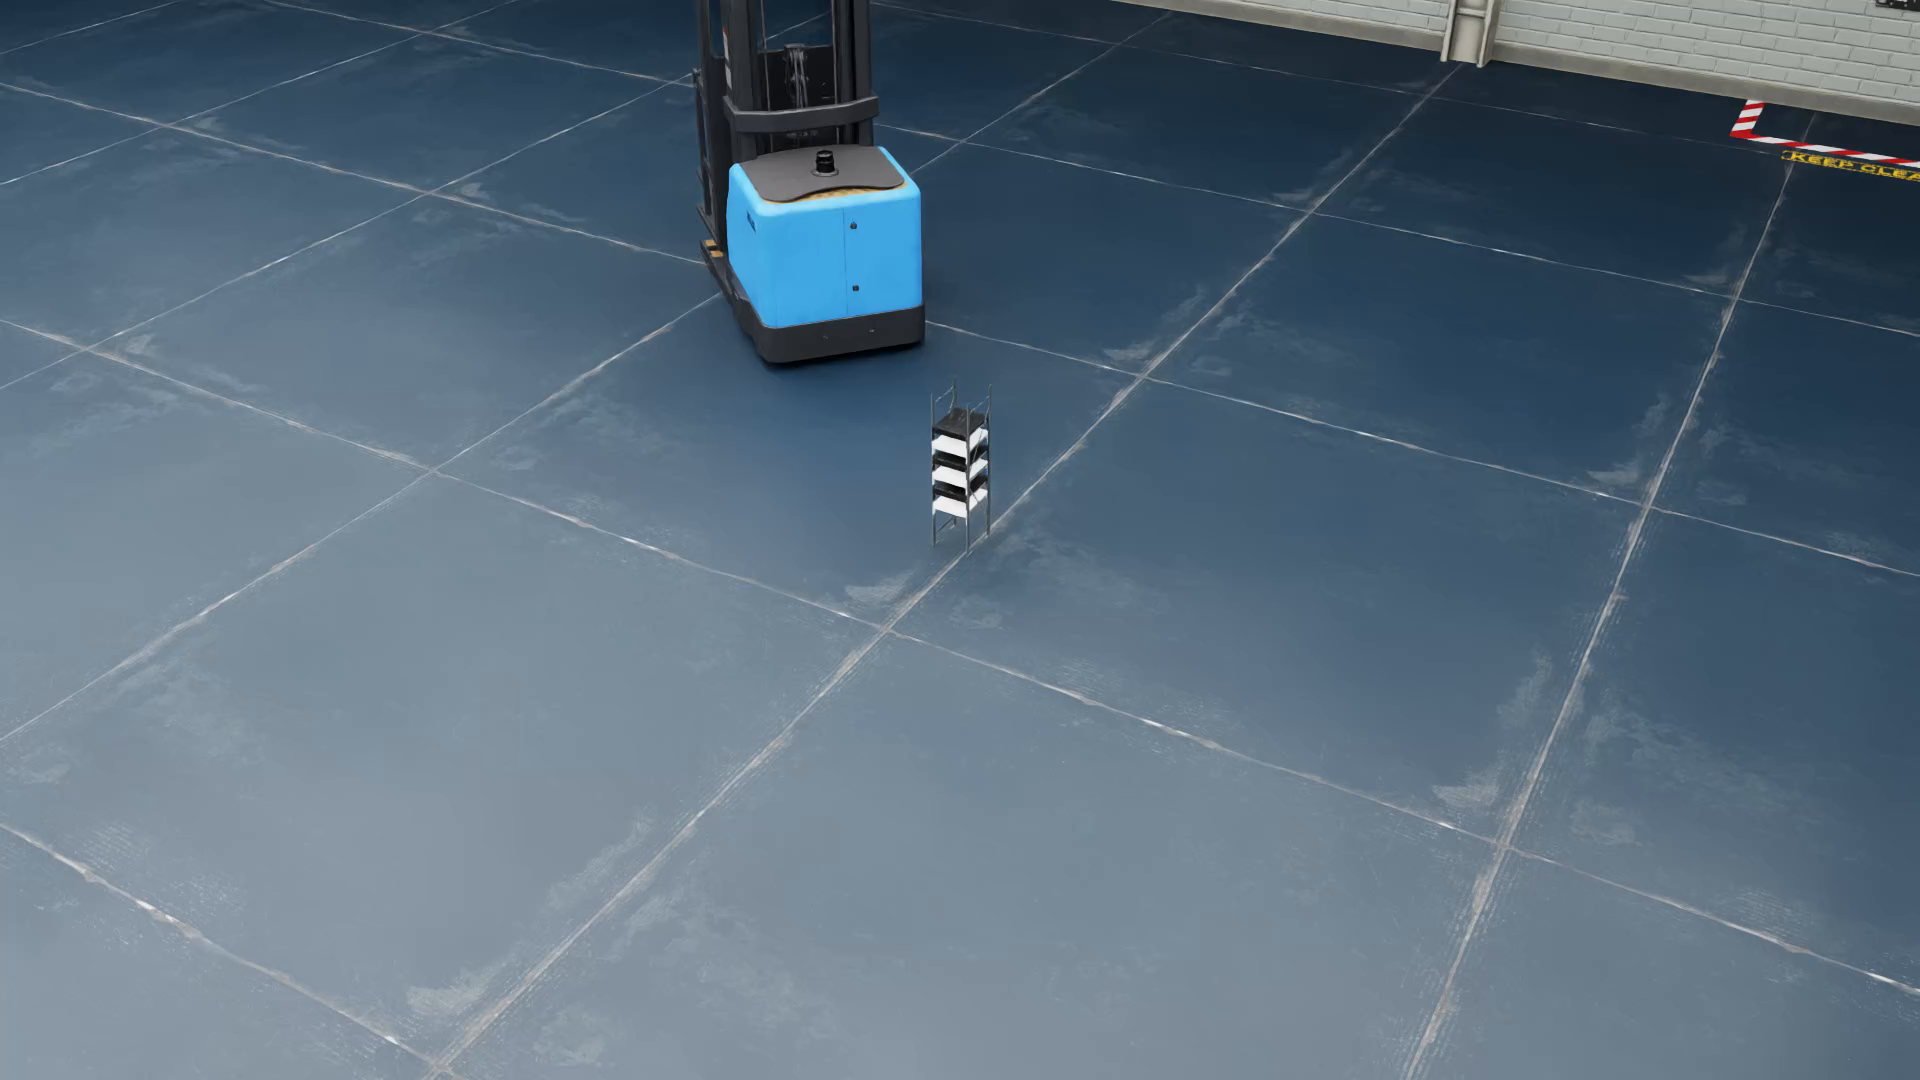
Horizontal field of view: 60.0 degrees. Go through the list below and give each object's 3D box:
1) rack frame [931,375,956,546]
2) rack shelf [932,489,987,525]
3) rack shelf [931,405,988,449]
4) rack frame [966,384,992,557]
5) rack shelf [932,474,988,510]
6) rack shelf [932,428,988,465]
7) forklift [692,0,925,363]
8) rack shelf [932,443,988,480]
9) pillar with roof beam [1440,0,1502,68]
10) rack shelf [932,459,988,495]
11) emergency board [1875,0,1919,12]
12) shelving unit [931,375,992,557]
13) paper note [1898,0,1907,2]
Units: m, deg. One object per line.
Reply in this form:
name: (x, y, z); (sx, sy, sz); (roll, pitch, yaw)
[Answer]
rack frame: (-0.081, -0.400, 8.539); (0.006, 0.900, 0.240); (18, 37, 24)
rack shelf: (0.007, -0.195, 8.615); (0.200, 0.077, 0.258); (18, 37, 24)
rack shelf: (0.007, -0.569, 8.366); (0.200, 0.077, 0.258); (18, 37, 24)
rack frame: (0.095, -0.344, 8.455); (0.006, 0.900, 0.240); (18, 37, 24)
rack shelf: (0.007, -0.270, 8.566); (0.200, 0.077, 0.258); (18, 37, 24)
rack shelf: (0.007, -0.494, 8.416); (0.200, 0.077, 0.258); (18, 37, 24)
forklift: (-1.182, -3.123, 10.795); (1.130, 2.935, 3.031); (-11, 35, -16)
rack shelf: (0.007, -0.419, 8.466); (0.200, 0.077, 0.258); (18, 37, 24)
pillar with roof beam: (2.563, -6.138, 9.848); (0.400, 9.000, 9.100); (18, 37, 24)
rack shelf: (0.007, -0.345, 8.516); (0.200, 0.077, 0.258); (18, 37, 24)
emergency board: (7.784, -4.771, 13.209); (0.626, 1.169, 0.157); (18, 37, 24)
shelving unit: (0.007, -0.372, 8.497); (0.210, 0.900, 0.258); (18, 37, 24)
paper note: (7.663, -4.475, 13.559); (0.142, 0.148, 0.016); (18, 37, 24)
